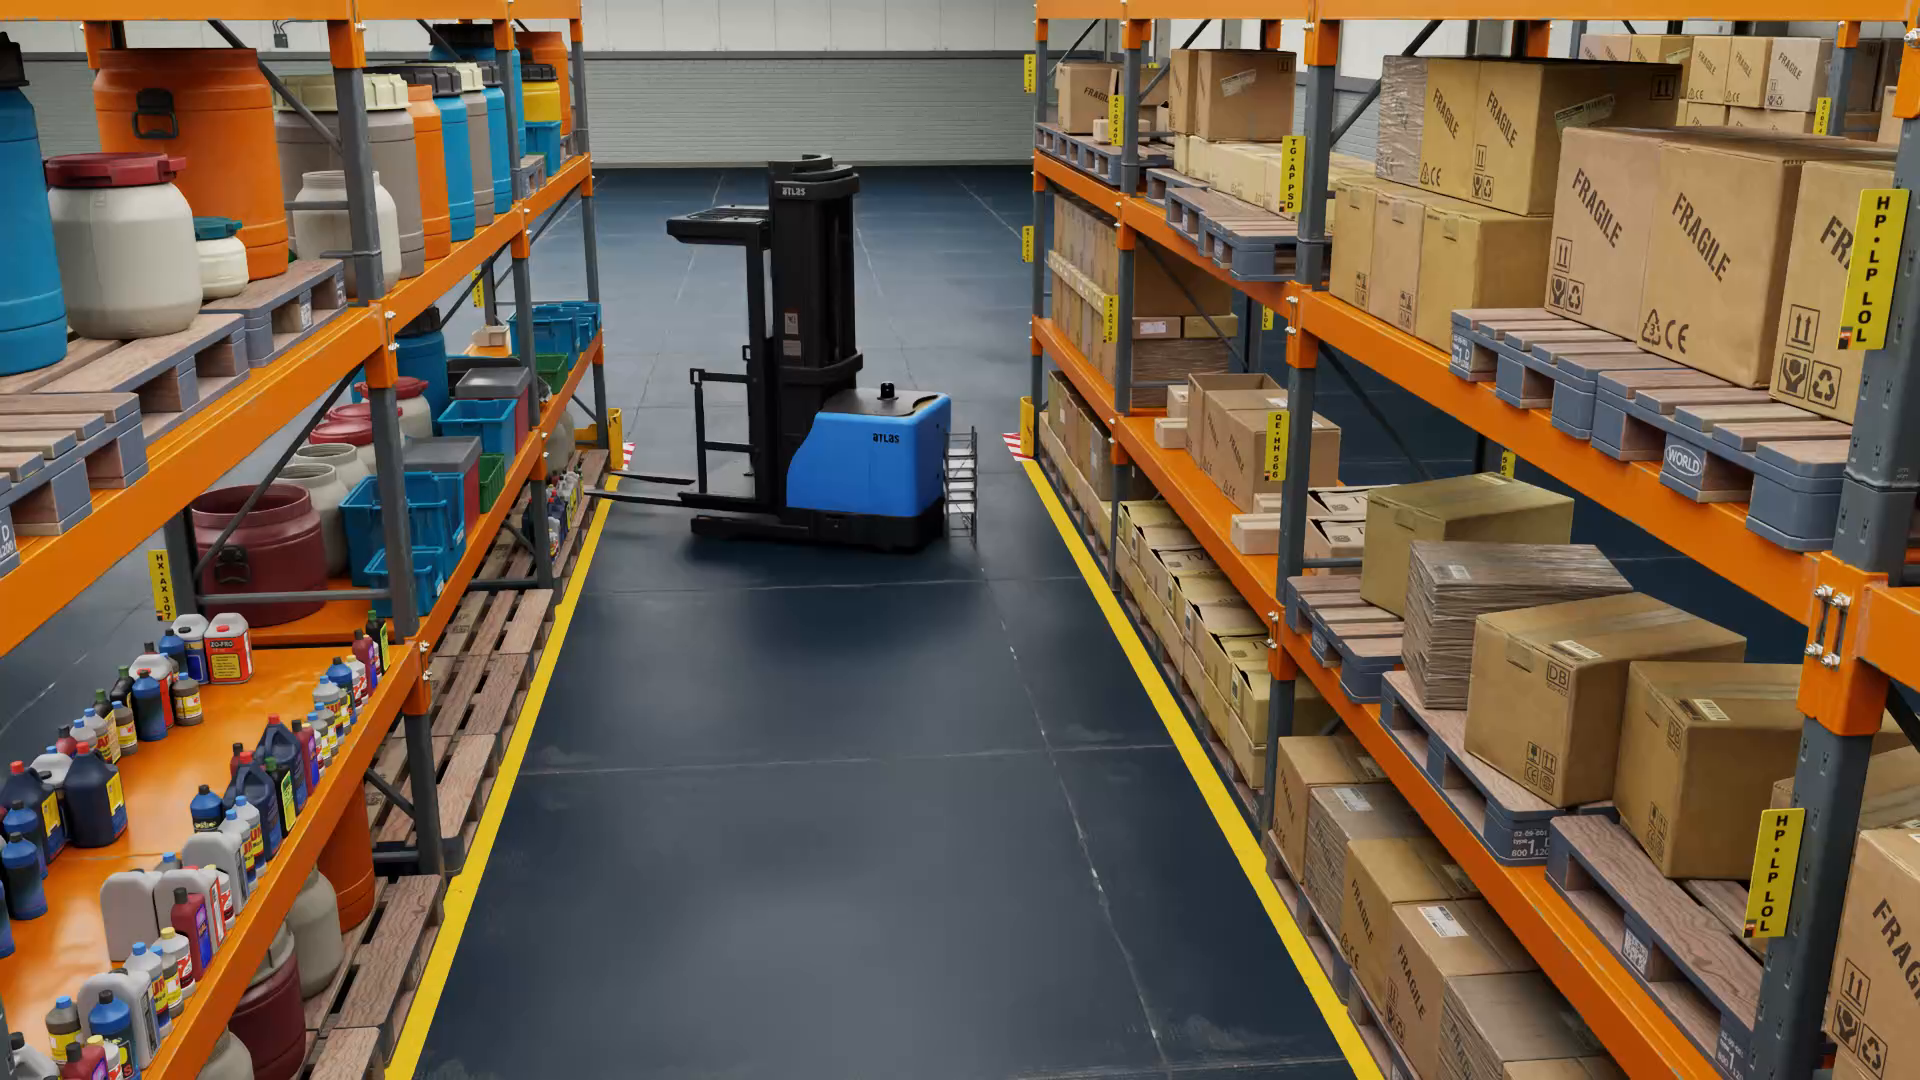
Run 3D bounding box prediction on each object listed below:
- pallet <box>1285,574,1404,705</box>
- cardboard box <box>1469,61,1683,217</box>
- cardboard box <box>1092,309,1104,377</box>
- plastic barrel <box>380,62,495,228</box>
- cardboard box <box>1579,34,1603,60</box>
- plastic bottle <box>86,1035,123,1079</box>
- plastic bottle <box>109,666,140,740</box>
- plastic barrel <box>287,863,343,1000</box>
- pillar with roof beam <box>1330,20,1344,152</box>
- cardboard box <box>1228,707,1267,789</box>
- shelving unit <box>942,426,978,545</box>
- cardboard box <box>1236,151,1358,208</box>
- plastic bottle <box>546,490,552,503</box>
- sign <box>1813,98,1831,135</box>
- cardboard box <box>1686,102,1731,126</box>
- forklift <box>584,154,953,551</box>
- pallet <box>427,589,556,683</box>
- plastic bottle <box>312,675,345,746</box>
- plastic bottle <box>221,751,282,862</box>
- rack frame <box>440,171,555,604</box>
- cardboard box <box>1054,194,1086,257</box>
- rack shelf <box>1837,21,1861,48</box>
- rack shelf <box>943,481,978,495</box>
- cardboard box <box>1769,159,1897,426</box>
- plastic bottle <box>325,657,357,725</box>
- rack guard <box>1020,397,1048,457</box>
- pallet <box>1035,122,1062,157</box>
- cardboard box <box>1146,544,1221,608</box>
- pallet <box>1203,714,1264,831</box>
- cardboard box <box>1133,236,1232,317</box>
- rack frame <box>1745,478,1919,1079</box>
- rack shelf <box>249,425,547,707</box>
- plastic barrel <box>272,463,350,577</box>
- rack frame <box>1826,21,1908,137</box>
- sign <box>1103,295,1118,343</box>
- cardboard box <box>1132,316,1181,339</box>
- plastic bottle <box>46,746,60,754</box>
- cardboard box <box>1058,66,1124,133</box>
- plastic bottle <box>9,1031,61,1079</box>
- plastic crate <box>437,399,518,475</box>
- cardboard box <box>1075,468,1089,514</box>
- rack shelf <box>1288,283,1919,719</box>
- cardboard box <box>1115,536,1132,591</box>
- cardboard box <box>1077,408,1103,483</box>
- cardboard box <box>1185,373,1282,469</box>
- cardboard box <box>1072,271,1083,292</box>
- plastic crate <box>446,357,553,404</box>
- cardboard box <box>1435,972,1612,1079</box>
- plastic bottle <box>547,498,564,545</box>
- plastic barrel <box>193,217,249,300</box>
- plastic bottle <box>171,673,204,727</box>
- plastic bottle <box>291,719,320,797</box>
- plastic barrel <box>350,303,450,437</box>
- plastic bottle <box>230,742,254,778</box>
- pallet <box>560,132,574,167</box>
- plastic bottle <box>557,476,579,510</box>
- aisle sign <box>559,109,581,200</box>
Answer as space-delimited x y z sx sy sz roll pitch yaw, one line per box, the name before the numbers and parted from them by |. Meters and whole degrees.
pallet | 2.139 0.398 7.223 1.213 0.211 1.003 -2 18 -6
cardboard box | 2.144 -1.416 5.834 0.500 0.500 0.500 -2 18 -6
cardboard box | 1.426 -1.572 13.009 0.700 0.500 0.500 -2 17 -5
plastic barrel | -3.004 -2.264 9.537 0.600 0.901 0.600 0 17 0
cardboard box | 5.900 -4.274 14.907 0.500 0.500 0.500 -3 18 -10
plastic bottle | -2.172 1.349 4.205 0.097 0.201 0.097 0 17 0
plastic bottle | -3.188 0.632 6.351 0.061 0.283 0.133 -2 18 -6
plastic barrel | -2.713 1.556 6.667 0.421 0.512 0.421 0 17 0
pillar with roof beam | 1.514 -8.554 25.400 9.100 9.000 0.400 -2 18 -6
cardboard box | 1.703 1.069 8.655 0.500 0.250 0.500 -1 17 -4
shelving unit | 0.001 -0.427 13.035 0.258 0.900 0.210 -2 18 -6
cardboard box | 1.777 -1.913 8.806 0.500 0.250 0.500 -2 18 -7
plastic bottle | -3.219 -0.268 12.836 0.152 0.276 0.135 -2 18 -6
sign | 5.975 -2.898 11.530 0.100 0.325 0.005 -2 18 -6
cardboard box | 6.082 -3.186 13.109 0.500 0.500 0.500 -2 18 -8
forklift | -1.634 -1.547 13.212 3.031 2.935 1.130 5 18 16
pallet | -3.221 0.630 10.819 1.003 0.211 1.213 -2 18 -6
plastic bottle | -2.404 0.647 6.324 0.097 0.271 0.097 0 17 0
plastic bottle | -2.336 0.873 5.471 0.144 0.351 0.185 -2 18 -6
rack frame | -3.340 -0.934 11.143 1.000 3.000 0.127 -2 18 -6
cardboard box | 1.215 -2.789 14.719 0.700 0.500 0.500 -2 18 -5
rack shelf | 6.720 -2.972 9.489 1.077 0.370 4.000 -2 18 -6
rack shelf | 0.001 -0.395 13.045 0.258 0.077 0.200 -2 18 -6
cardboard box | 2.434 -0.581 3.978 0.600 0.600 0.600 -3 18 -11
plastic bottle | -2.424 0.589 6.509 0.097 0.271 0.097 0 17 0
rack guard | 1.172 -1.092 15.820 1.175 0.500 0.348 -2 18 -6
pallet | 1.222 -3.455 14.313 1.003 0.211 1.213 -2 18 -6
cardboard box | 1.483 0.193 10.508 0.500 0.311 0.500 -2 18 -7
pallet | 1.954 1.190 9.033 1.003 0.211 1.213 -2 18 -6
cardboard box | 1.535 -1.884 11.838 0.700 0.500 0.500 -2 18 -5
rack frame | 2.412 1.298 4.035 1.000 3.000 0.127 -2 18 -6
rack shelf | -3.134 0.006 9.353 1.077 0.370 4.000 -2 18 -6
plastic barrel | -3.246 -0.095 8.285 0.421 0.512 0.421 0 17 0
rack frame | 6.514 -4.102 11.219 1.000 3.000 0.127 -2 18 -6
sign | 1.035 -1.519 11.429 0.100 0.325 0.005 -2 18 -6
cardboard box | 1.346 -1.517 11.752 0.380 0.149 0.250 -2 18 -6
plastic bottle | -3.101 0.838 5.715 0.097 0.271 0.097 0 17 0
cardboard box | 1.074 -3.520 13.272 0.500 0.500 0.500 -2 18 -6
plastic bottle | -2.233 1.347 3.963 0.144 0.351 0.185 -2 18 -6
plastic crate | -2.917 -0.607 10.129 0.392 0.384 0.575 -2 18 -6
cardboard box | 1.214 -0.403 13.343 0.500 0.250 0.500 -2 18 -6
rack shelf | 2.206 -0.386 5.591 1.077 0.370 4.000 -2 18 -6
cardboard box | 1.382 0.154 11.569 0.500 0.250 0.500 -2 18 -7
cardboard box | 1.226 -0.761 13.232 0.500 0.500 0.500 -2 18 -6
cardboard box | 1.704 -0.747 10.381 0.500 0.500 0.500 -1 17 -2
cardboard box | 1.136 -2.127 13.695 0.380 0.149 0.250 -2 18 -6
plastic crate | -3.268 -1.064 11.661 0.767 0.338 0.504 -2 18 -6
cardboard box | 1.982 1.846 5.729 0.500 0.500 0.500 -2 17 -5
plastic bottle | -3.011 -0.133 12.281 0.144 0.351 0.185 -1 17 -4
plastic barrel | -2.671 -0.992 5.852 0.301 0.262 0.301 0 17 0
plastic bottle | -3.035 0.620 6.525 0.097 0.201 0.097 0 17 0
plastic bottle | -2.344 0.762 5.938 0.061 0.283 0.133 -2 18 -6
plastic barrel | -3.602 -1.048 10.671 0.600 0.901 0.708 -2 18 -6
plastic bottle | -2.468 0.821 5.748 0.061 0.283 0.133 -2 18 -6
pallet | -3.765 -3.217 13.723 1.003 0.211 1.213 -2 18 -6
plastic bottle | -3.114 -0.385 13.208 0.152 0.276 0.135 -2 18 -7
aisle sign | -3.465 -3.396 14.647 0.394 0.787 0.004 -2 18 -6
